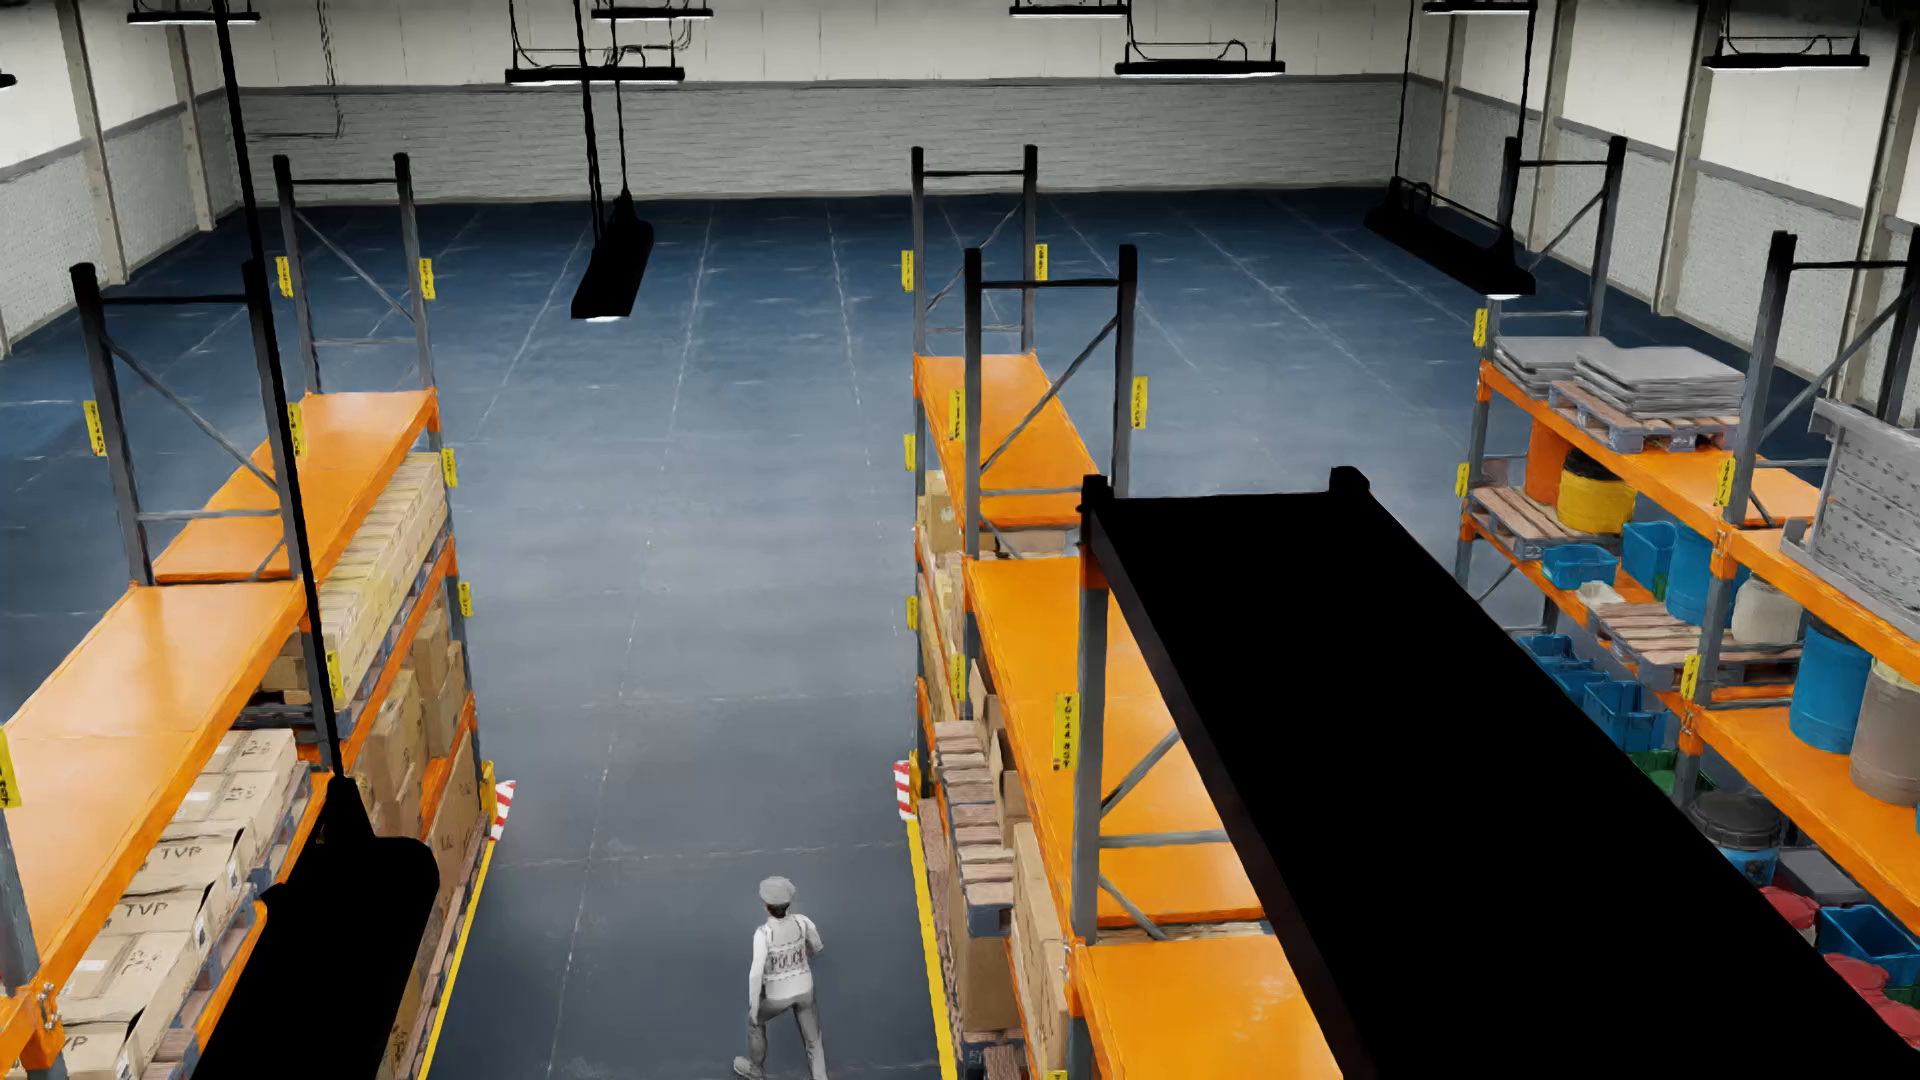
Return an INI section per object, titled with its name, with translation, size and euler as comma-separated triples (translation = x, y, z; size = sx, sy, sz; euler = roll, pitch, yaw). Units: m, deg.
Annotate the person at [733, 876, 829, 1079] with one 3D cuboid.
[person]
translation = -1.202, 3.144, 11.506
size = 0.630, 1.595, 0.813
euler = -9, 23, -21
